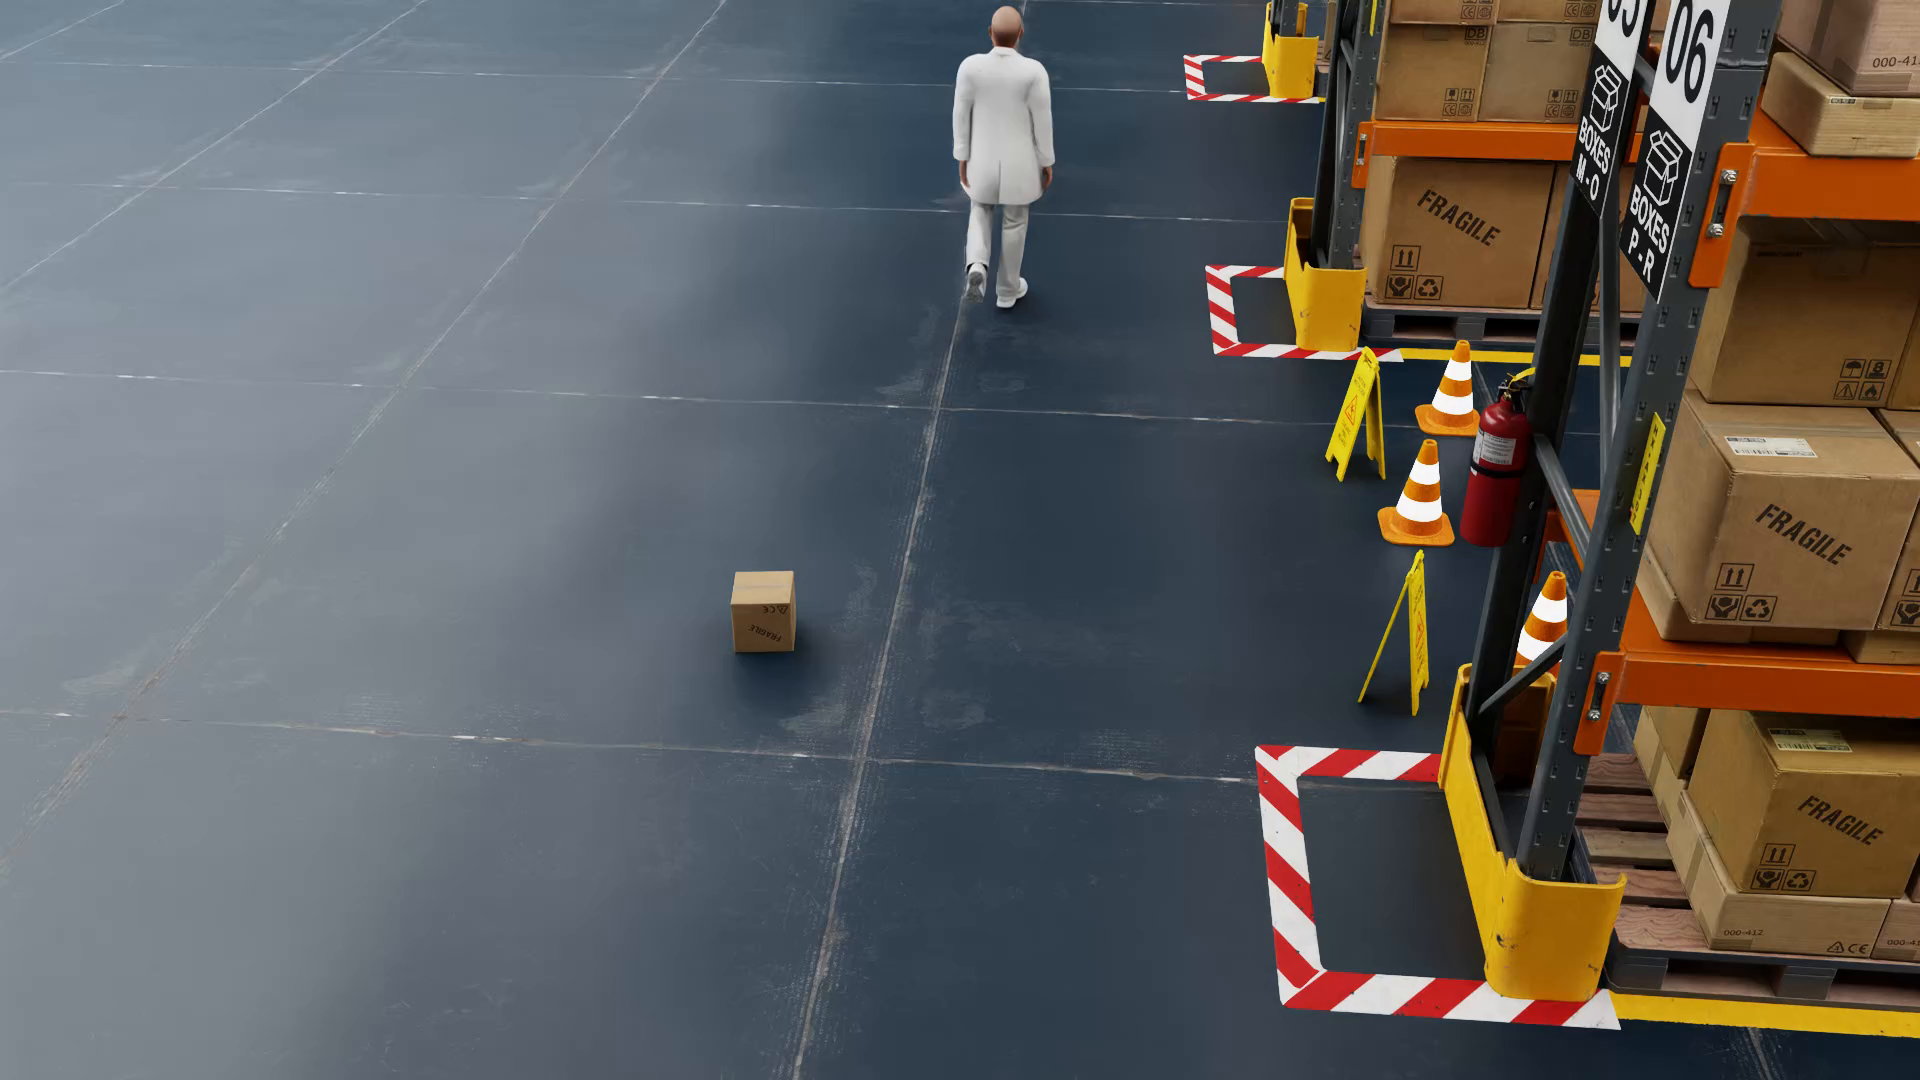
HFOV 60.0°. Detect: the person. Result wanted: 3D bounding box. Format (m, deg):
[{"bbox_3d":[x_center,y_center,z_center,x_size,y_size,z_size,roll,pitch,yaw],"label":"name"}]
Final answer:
[{"bbox_3d":[0.253,-2.202,9.682,0.592,1.770,0.566,6,32,10],"label":"person"}]
